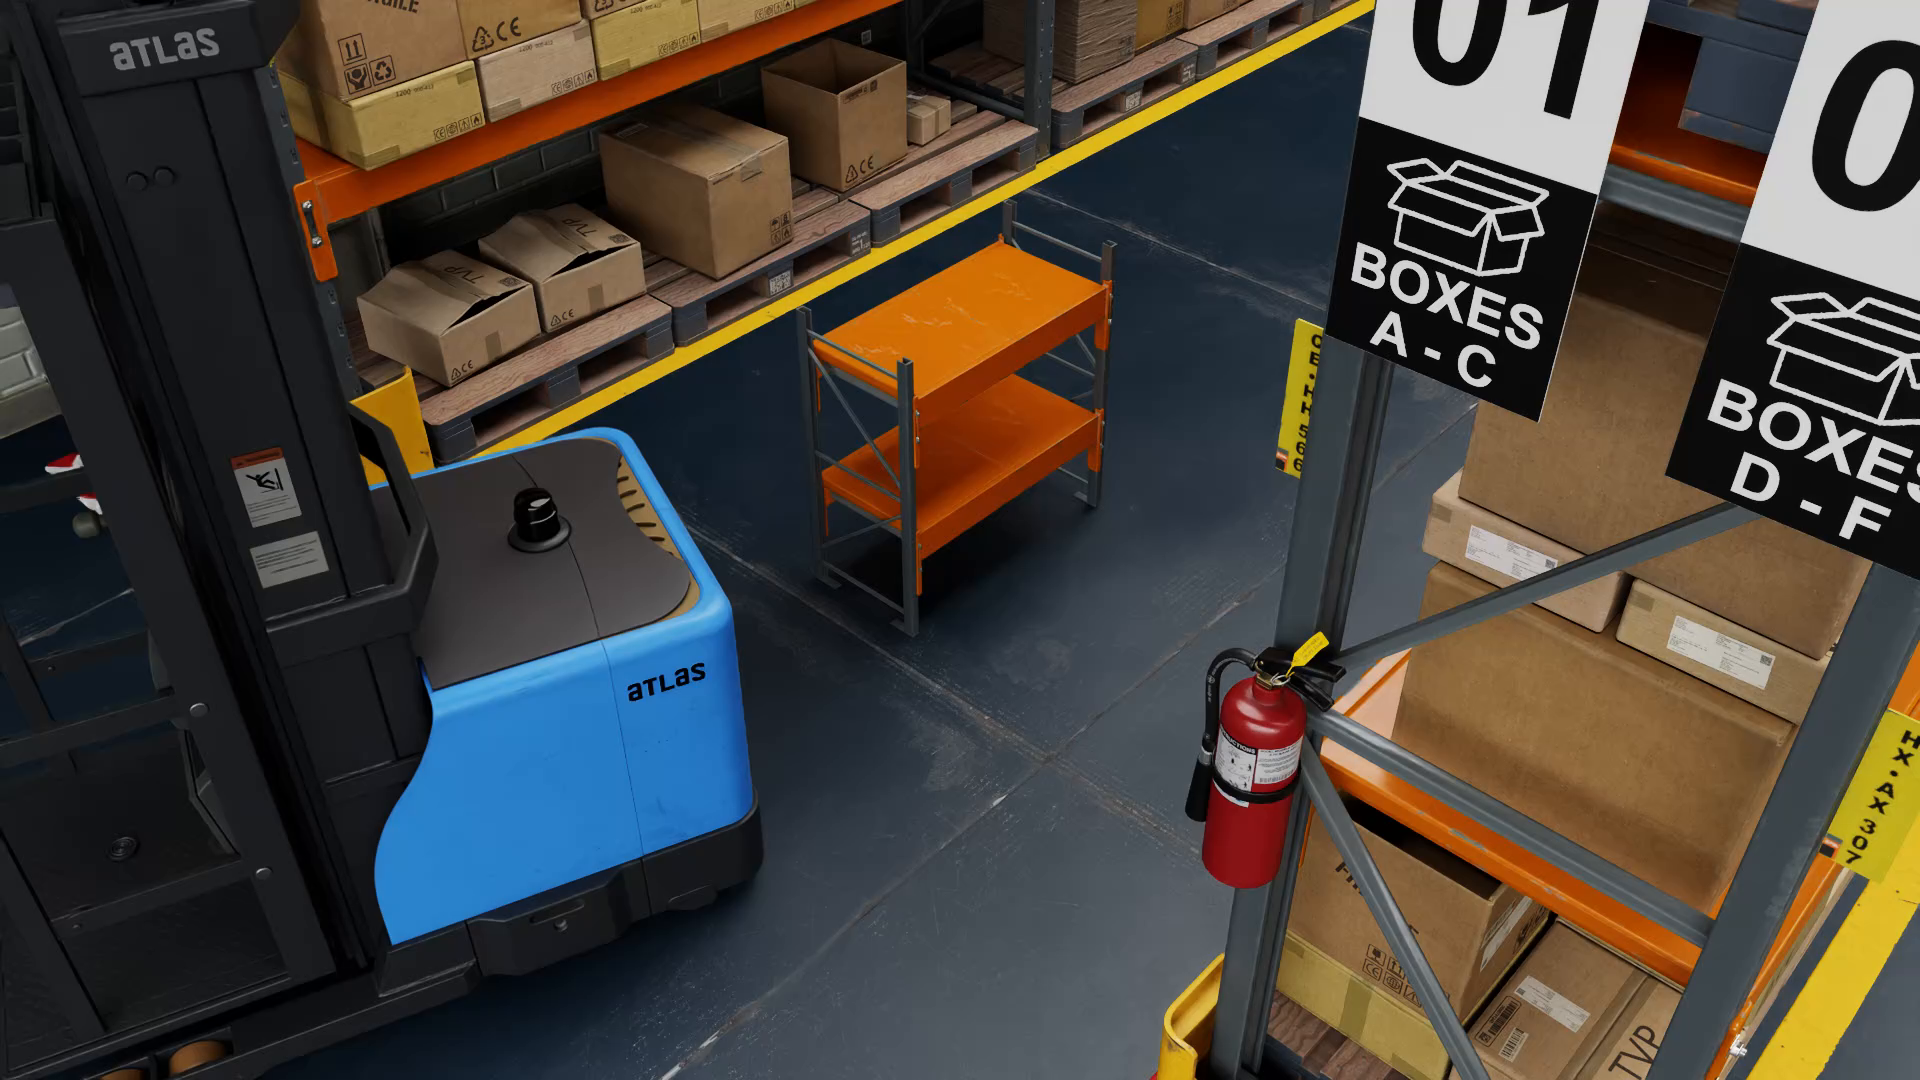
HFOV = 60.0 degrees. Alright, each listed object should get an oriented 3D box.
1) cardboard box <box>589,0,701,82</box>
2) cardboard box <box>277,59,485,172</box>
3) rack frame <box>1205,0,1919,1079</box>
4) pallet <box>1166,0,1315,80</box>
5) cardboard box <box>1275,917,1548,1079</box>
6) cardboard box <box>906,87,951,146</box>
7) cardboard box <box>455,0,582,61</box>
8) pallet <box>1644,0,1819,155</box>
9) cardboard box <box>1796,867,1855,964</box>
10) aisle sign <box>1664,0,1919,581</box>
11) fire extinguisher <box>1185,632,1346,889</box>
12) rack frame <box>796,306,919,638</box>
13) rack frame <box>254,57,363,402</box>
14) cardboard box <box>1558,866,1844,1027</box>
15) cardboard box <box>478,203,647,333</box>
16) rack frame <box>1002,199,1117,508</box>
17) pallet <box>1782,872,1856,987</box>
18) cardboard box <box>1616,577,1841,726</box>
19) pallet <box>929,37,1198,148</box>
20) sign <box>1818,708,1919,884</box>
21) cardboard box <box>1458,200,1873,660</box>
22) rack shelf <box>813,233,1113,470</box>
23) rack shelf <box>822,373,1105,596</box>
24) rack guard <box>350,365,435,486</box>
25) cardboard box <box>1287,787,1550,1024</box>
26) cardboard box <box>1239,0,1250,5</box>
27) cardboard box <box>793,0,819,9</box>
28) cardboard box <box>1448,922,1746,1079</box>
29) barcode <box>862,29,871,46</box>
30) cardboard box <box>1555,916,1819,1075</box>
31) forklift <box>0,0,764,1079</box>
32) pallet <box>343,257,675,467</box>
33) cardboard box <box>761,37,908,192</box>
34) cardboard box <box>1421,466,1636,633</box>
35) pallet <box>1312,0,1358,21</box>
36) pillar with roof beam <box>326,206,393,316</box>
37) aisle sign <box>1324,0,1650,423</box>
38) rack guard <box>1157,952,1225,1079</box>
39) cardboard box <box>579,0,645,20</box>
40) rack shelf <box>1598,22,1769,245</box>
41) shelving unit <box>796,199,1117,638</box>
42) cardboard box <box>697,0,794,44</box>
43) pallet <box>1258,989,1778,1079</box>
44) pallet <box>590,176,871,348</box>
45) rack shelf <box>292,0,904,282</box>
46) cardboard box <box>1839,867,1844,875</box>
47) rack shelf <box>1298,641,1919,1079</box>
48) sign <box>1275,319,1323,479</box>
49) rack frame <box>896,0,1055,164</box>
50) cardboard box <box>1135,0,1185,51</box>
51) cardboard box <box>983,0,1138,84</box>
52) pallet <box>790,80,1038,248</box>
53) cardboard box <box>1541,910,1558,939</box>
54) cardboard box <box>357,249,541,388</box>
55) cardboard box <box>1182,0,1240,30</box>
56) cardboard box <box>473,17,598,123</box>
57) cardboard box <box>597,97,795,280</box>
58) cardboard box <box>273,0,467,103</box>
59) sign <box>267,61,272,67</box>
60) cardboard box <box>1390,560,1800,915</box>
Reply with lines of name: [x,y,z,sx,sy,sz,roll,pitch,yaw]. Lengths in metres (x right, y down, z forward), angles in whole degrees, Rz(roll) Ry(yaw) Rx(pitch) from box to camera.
cardboard box: [-1.381,-2.060,6.535,0.500,0.250,0.500,29,47,31]
cardboard box: [-2.069,-1.584,5.936,0.500,0.250,0.500,28,46,31]
rack frame: [1.024,0.533,3.169,0.949,2.616,0.053,30,47,32]
pallet: [1.413,-3.211,10.119,1.003,0.211,1.213,30,47,32]
cardboard box: [1.170,1.076,4.358,0.500,0.250,0.500,30,47,32]
cardboard box: [-0.273,-2.186,8.512,0.380,0.166,0.250,23,44,27]
cardboard box: [-1.748,-2.102,5.986,0.500,0.500,0.500,30,47,32]
pallet: [1.523,-0.919,2.656,1.003,0.211,1.213,30,47,32]
cardboard box: [2.225,0.833,4.664,0.500,0.250,0.500,30,47,32]
aisle sign: [1.208,-0.324,2.159,0.394,0.787,0.004,30,47,32]
fire extinguisher: [0.604,0.424,3.369,0.296,0.674,0.183,30,47,32]
rack frame: [-0.338,-0.210,5.610,0.500,1.125,0.032,30,47,32]
rack frame: [-2.633,-1.544,5.781,1.000,3.000,0.127,30,47,32]
cardboard box: [1.888,0.770,4.141,0.500,0.500,0.500,30,47,32]
cardboard box: [-1.715,-1.205,7.163,0.500,0.311,0.500,-30,47,-32]
rack frame: [0.348,-0.677,6.198,0.500,1.125,0.032,30,47,32]
pallet: [2.335,0.699,5.201,1.003,0.211,1.213,30,47,32]
cardboard box: [1.450,0.152,3.048,0.380,0.149,0.250,29,47,32]
pallet: [0.590,-2.648,9.411,1.003,0.211,1.213,30,47,32]
sign: [1.432,0.401,2.577,0.100,0.325,0.005,30,47,32]
cardboard box: [1.387,-0.246,3.026,0.700,0.500,0.500,30,47,32]
rack shelf: [0.005,-0.672,5.722,0.538,0.278,1.000,30,47,32]
rack shelf: [0.005,-0.252,6.056,0.538,0.278,1.000,30,47,32]
rack guard: [-2.581,-0.600,6.603,1.175,0.500,0.348,30,47,32]
cardboard box: [1.169,0.782,4.126,0.500,0.500,0.500,30,47,32]
cardboard box: [1.570,-3.632,10.063,0.700,0.500,0.500,29,47,32]
cardboard box: [-0.700,-2.523,7.117,0.500,0.250,0.500,29,47,32]
cardboard box: [1.552,1.294,4.085,0.500,0.250,0.500,30,47,32]
barcode: [-0.476,-2.553,8.448,0.001,0.075,0.075,30,47,32]
cardboard box: [1.887,1.062,4.376,0.500,0.250,0.500,30,47,32]
forklift: [-2.136,0.011,3.882,3.031,2.935,1.130,-17,42,-20]
pallet: [-2.007,-0.845,7.144,1.003,0.211,1.213,30,47,32]
cardboard box: [-0.605,-2.081,8.112,0.500,0.500,0.500,26,45,29]
cardboard box: [1.144,-0.014,3.256,0.380,0.149,0.250,29,47,31]
pallet: [2.236,-3.769,10.820,1.003,0.211,1.213,30,47,32]
pillar with roof beam: [0.379,-2.769,2.502,9.100,9.000,0.400,30,47,32]
aisle sign: [0.765,-0.576,2.476,0.394,0.787,0.004,30,47,32]
rack guard: [1.010,1.524,3.932,1.175,0.500,0.348,30,47,32]
cardboard box: [-1.395,-2.337,6.281,0.500,0.500,0.500,28,46,31]
rack shelf: [2.376,-1.277,3.613,1.077,0.370,4.000,30,47,32]
shelving unit: [0.005,-0.443,5.904,0.538,1.125,1.048,30,47,32]
cardboard box: [-1.038,-2.291,6.825,0.500,0.250,0.500,30,47,32]
pallet: [1.511,1.257,4.499,1.003,0.211,1.213,30,47,32]
pallet: [-1.184,-1.403,7.845,1.003,0.211,1.213,30,47,32]
rack shelf: [-1.283,-2.181,7.161,1.077,0.370,4.000,30,47,32]
cardboard box: [2.216,0.534,4.437,0.500,0.500,0.500,30,47,32]
rack shelf: [2.376,-0.103,4.547,1.077,0.370,4.000,30,47,32]
sign: [0.635,-0.245,3.028,0.100,0.325,0.005,30,47,32]
rack frame: [0.066,-3.381,8.092,1.000,3.000,0.127,30,47,32]
cardboard box: [0.862,-3.179,9.492,0.700,0.500,0.500,29,47,31]
cardboard box: [0.550,-2.920,9.167,0.700,0.500,0.500,31,48,33]
pallet: [-0.361,-1.966,8.553,1.003,0.211,1.213,30,47,32]
cardboard box: [1.499,0.841,4.654,0.500,0.250,0.500,30,47,32]
cardboard box: [-2.099,-0.943,6.833,0.500,0.311,0.500,24,44,27]
cardboard box: [1.236,-3.396,9.766,0.700,0.500,0.500,30,47,32]
cardboard box: [-1.729,-1.828,6.243,0.500,0.250,0.500,28,46,31]
cardboard box: [-1.183,-1.595,7.501,0.700,0.500,0.500,27,46,29]
cardboard box: [-2.089,-1.879,5.705,0.500,0.500,0.500,30,47,32]
sign: [-2.232,-1.655,5.225,0.100,0.325,0.005,30,47,32]
cardboard box: [1.351,0.286,3.399,0.700,0.500,0.500,30,47,32]
